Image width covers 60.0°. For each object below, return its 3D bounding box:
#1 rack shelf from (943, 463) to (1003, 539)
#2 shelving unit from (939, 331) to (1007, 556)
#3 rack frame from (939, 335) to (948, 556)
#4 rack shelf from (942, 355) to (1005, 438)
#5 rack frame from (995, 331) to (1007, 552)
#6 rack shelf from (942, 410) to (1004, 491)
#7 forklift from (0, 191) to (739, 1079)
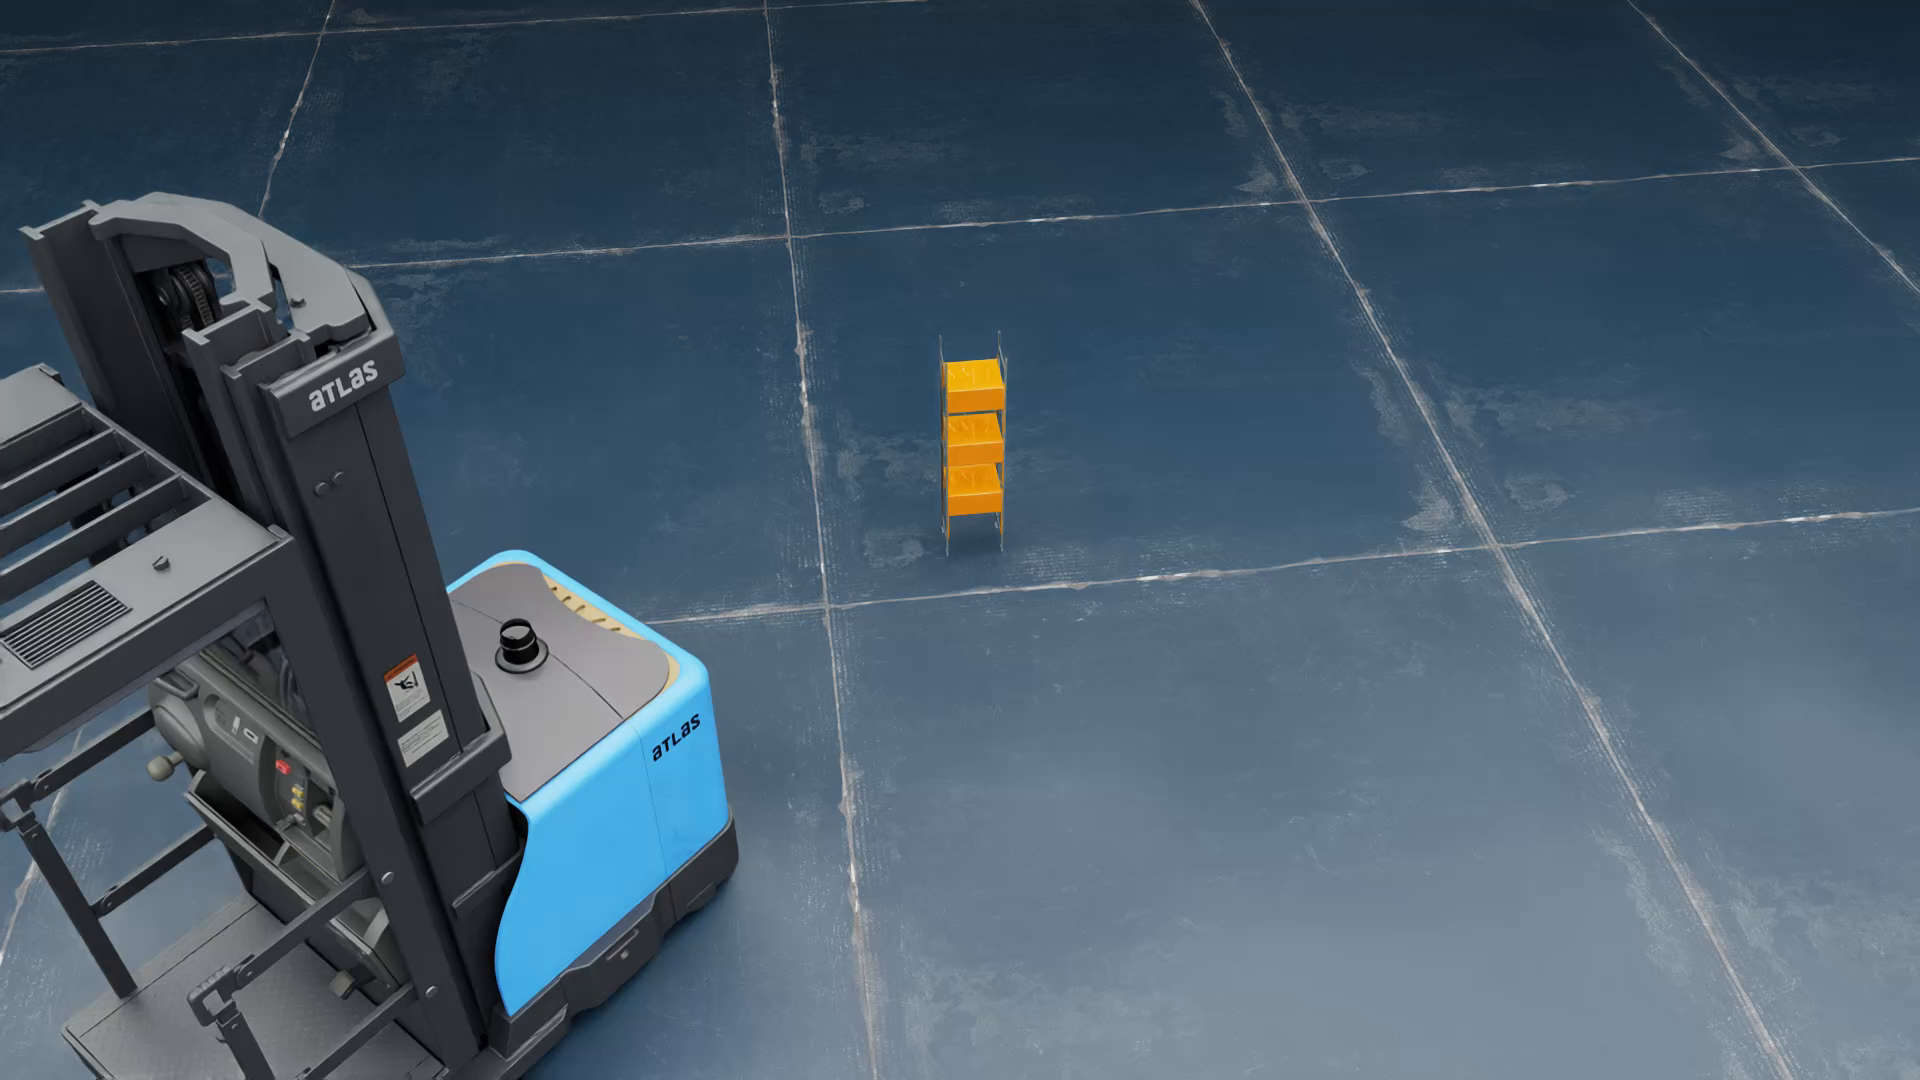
[{"bbox_3d":[0.053,-0.180,7.312,0.240,0.259,0.215,-5,42,-6],"label":"rack shelf"},{"bbox_3d":[0.053,-0.394,7.119,0.252,1.050,0.215,-5,42,-6],"label":"shelving unit"},{"bbox_3d":[-0.068,-0.384,7.107,0.008,1.050,0.200,-5,42,-6],"label":"rack frame"},{"bbox_3d":[0.053,-0.597,6.936,0.240,0.259,0.215,-5,42,-6],"label":"rack shelf"},{"bbox_3d":[0.174,-0.405,7.130,0.008,1.050,0.200,-5,42,-6],"label":"rack frame"},{"bbox_3d":[0.053,-0.387,7.126,0.240,0.259,0.215,-5,42,-6],"label":"rack shelf"},{"bbox_3d":[-2.119,0.690,4.511,1.130,2.935,3.031,28,49,28],"label":"forklift"}]
